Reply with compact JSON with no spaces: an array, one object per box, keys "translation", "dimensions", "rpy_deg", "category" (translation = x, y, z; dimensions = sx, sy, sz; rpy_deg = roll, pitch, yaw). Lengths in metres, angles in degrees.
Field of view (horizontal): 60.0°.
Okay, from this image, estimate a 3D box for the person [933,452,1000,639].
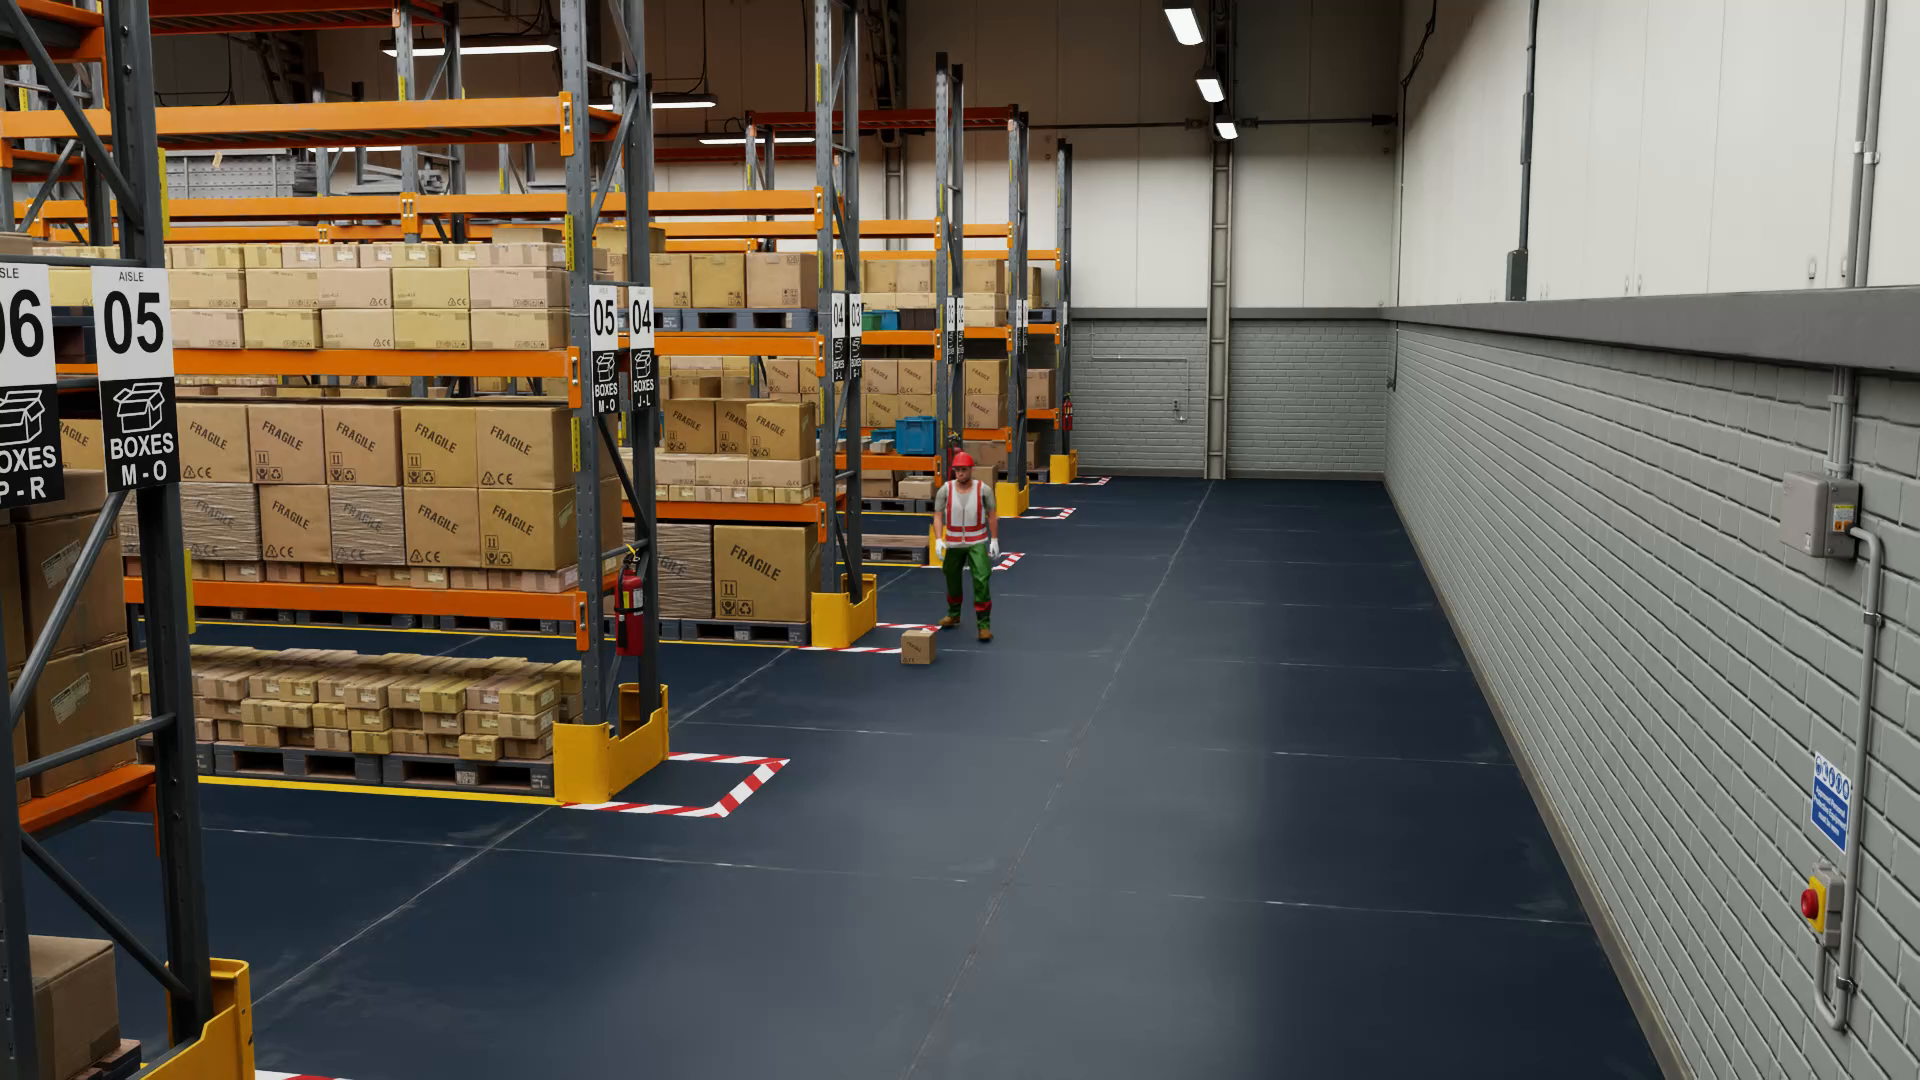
[{"translation":[0.063,0.025,15.668],"dimensions":[0.618,1.728,0.836],"rpy_deg":[1,8,8],"category":"person"}]
